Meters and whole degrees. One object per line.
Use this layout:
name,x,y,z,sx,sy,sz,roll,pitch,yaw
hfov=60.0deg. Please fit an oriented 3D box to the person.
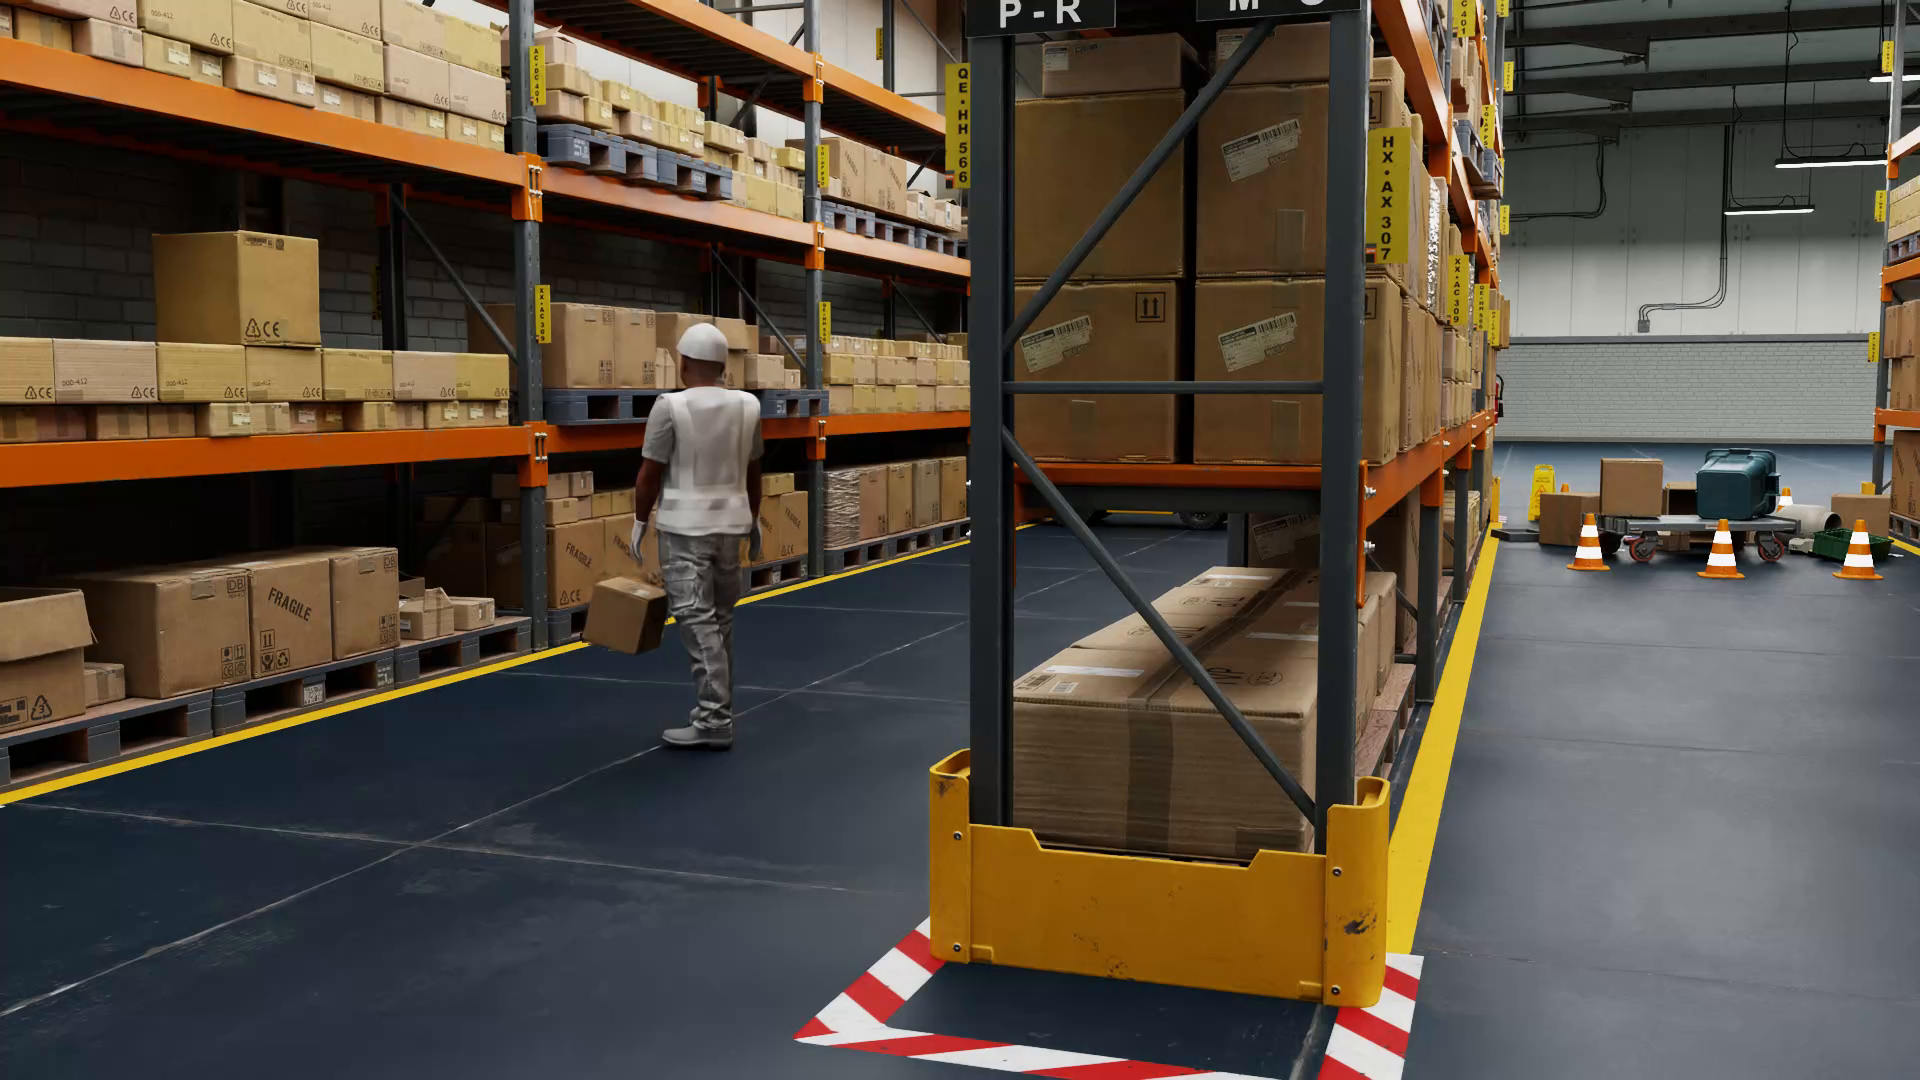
person,-1.111,-0.031,7.153,0.642,1.789,0.609,-5,7,-42
